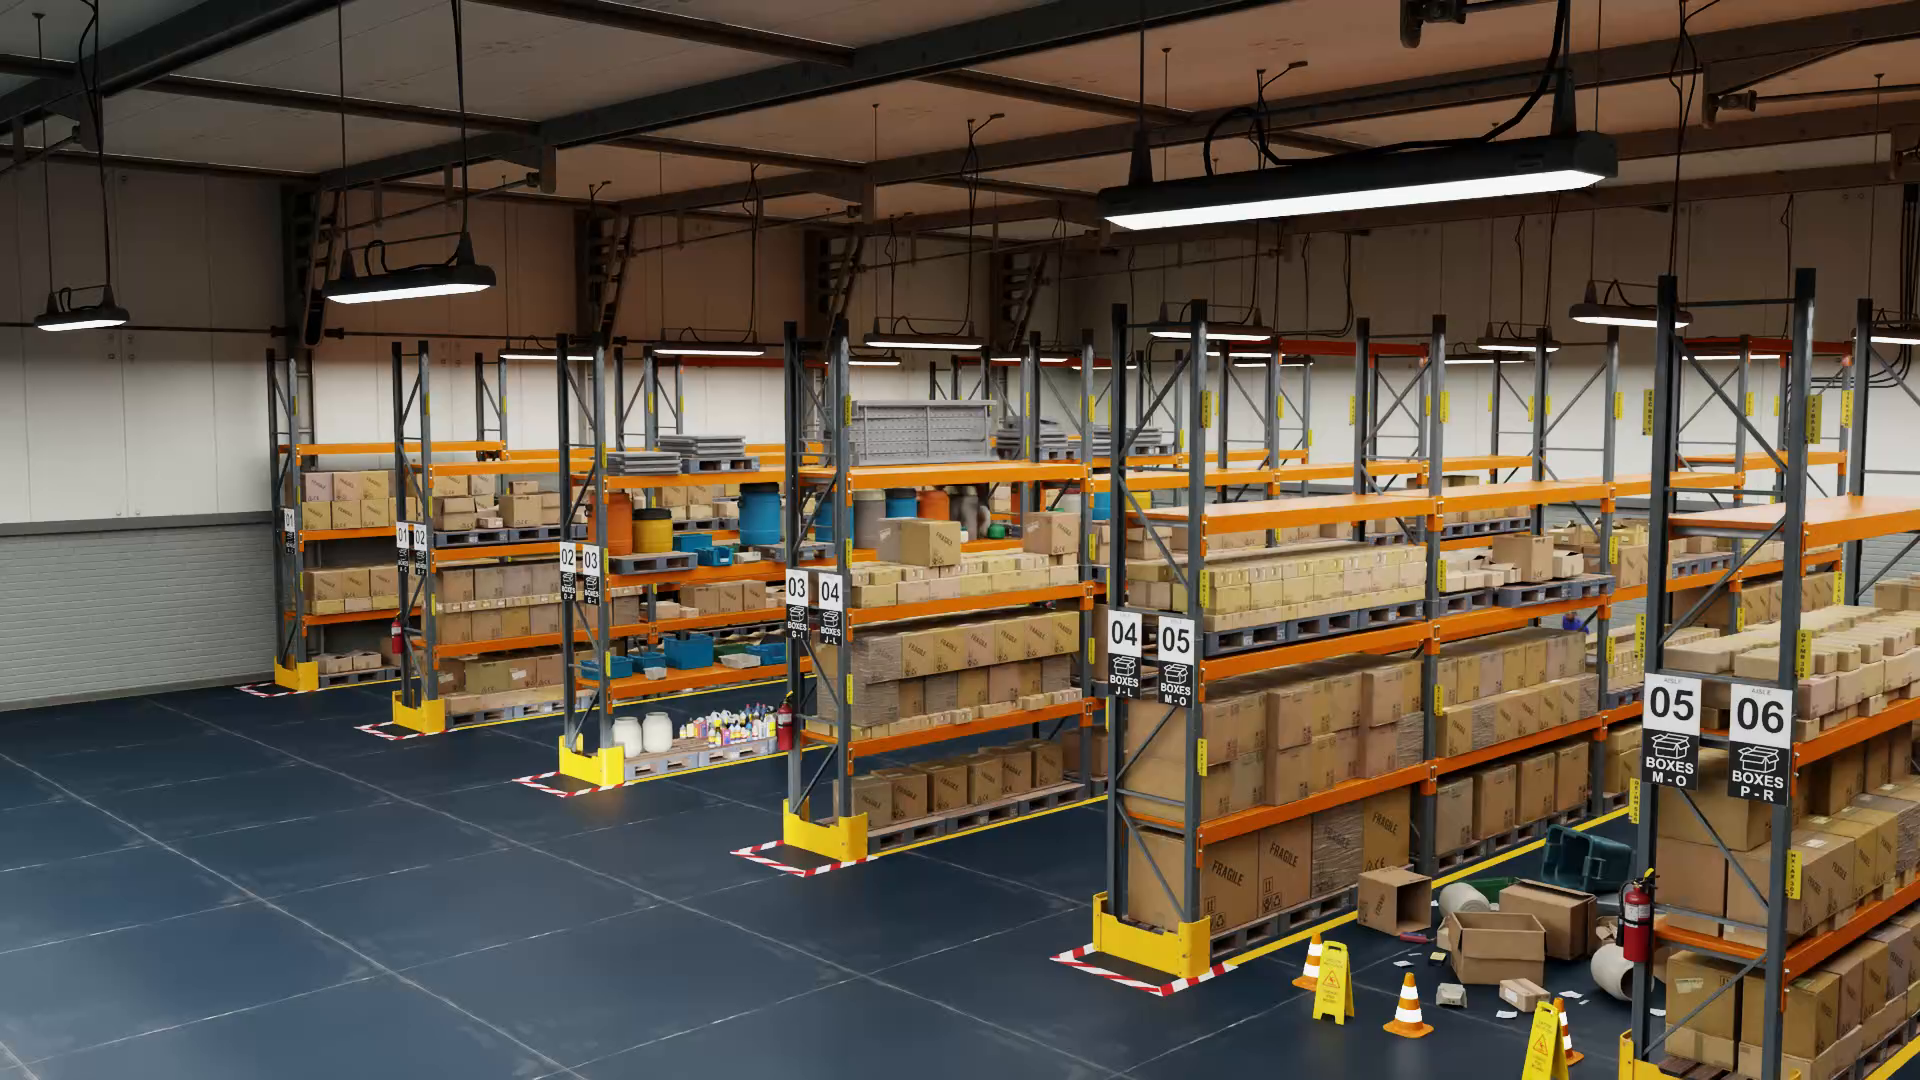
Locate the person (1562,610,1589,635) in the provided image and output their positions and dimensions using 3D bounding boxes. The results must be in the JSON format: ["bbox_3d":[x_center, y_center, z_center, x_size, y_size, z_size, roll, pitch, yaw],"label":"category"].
[{"bbox_3d":[10.574,1.935,28.515,0.898,1.647,0.600,-5,7,-43],"label":"person"}]

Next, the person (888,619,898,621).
[{"bbox_3d":[-1.224,1.755,29.836,0.566,1.694,0.853,5,7,43],"label":"person"}]
